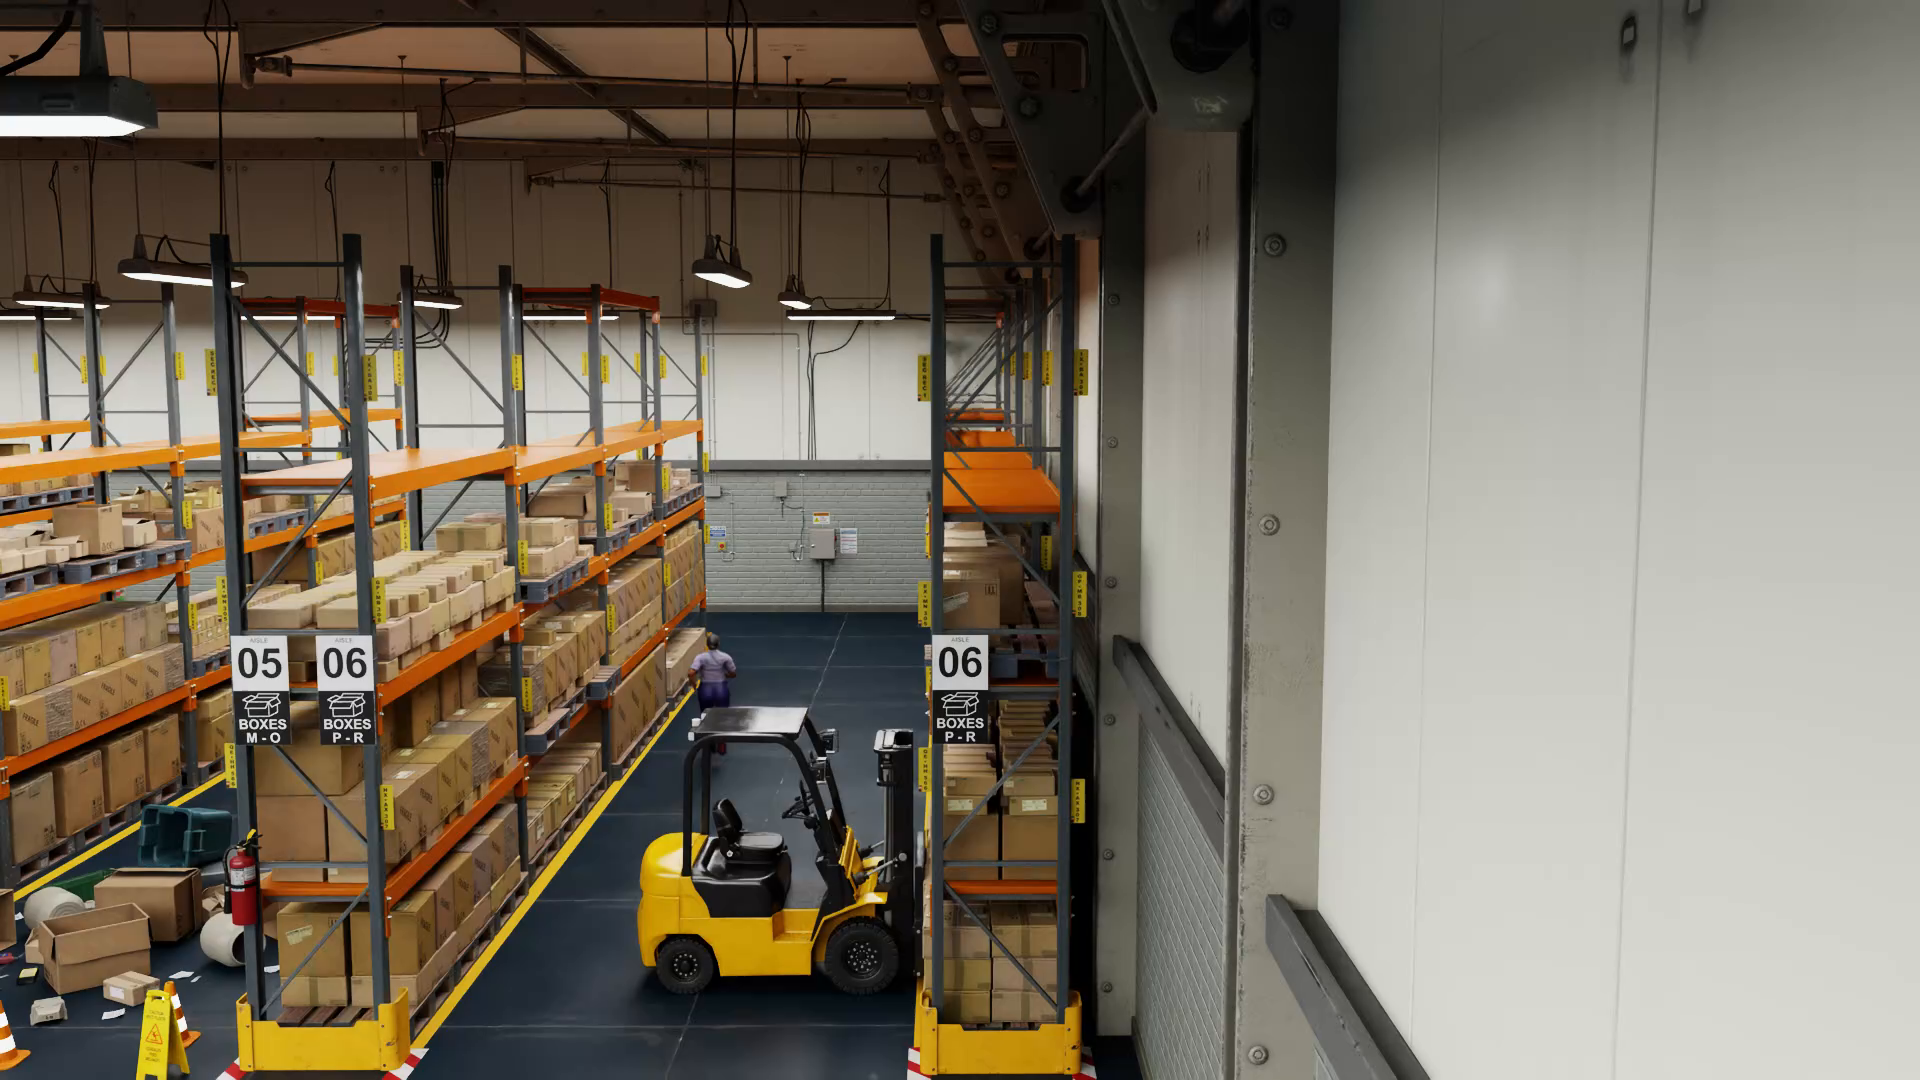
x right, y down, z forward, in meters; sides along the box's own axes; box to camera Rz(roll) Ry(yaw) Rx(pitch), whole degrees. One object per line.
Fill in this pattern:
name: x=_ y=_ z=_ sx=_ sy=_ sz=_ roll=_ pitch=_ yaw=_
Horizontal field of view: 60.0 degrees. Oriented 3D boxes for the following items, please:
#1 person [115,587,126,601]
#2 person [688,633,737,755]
person: x=-15.043 y=1.029 z=29.469 sx=0.671 sy=1.738 sz=0.672 roll=5 pitch=8 yaw=35
person: x=-3.165 y=2.007 z=21.406 sx=0.596 sy=1.627 sz=0.830 roll=-1 pitch=6 yaw=-6
